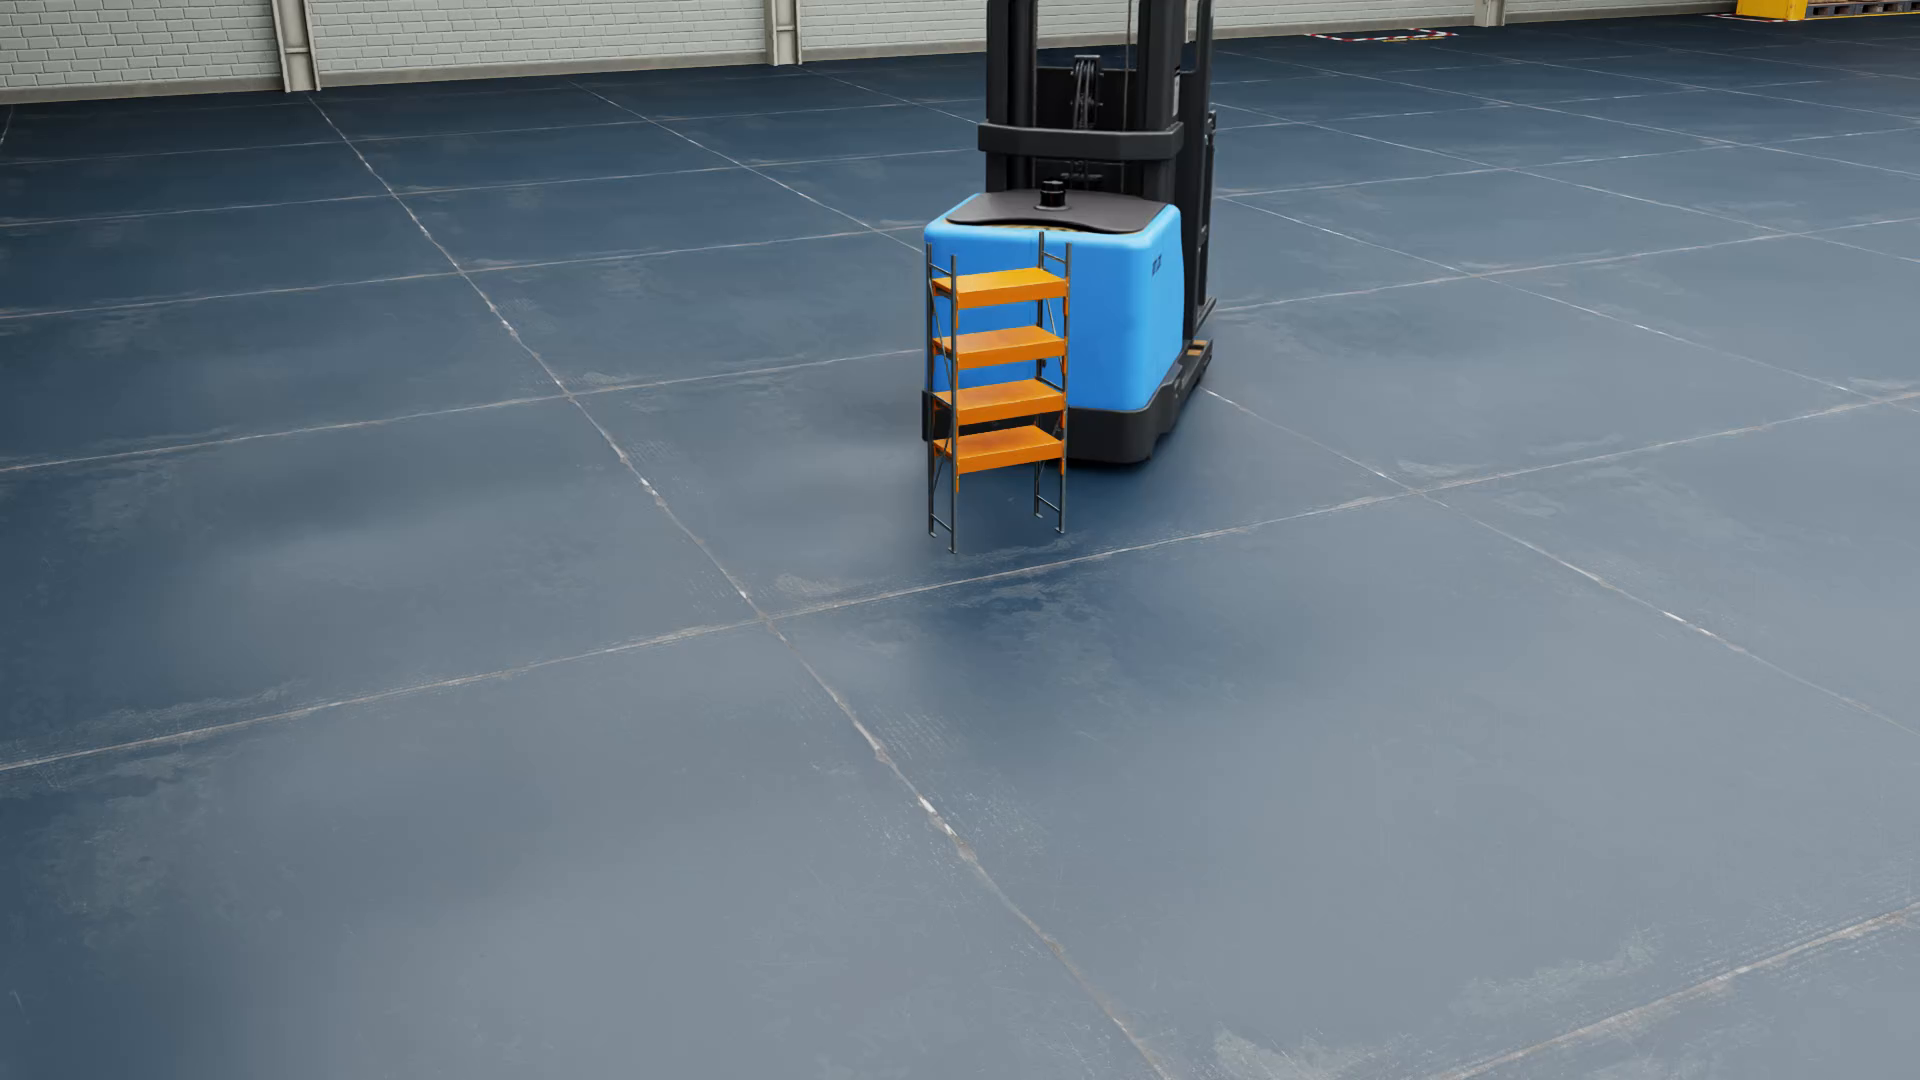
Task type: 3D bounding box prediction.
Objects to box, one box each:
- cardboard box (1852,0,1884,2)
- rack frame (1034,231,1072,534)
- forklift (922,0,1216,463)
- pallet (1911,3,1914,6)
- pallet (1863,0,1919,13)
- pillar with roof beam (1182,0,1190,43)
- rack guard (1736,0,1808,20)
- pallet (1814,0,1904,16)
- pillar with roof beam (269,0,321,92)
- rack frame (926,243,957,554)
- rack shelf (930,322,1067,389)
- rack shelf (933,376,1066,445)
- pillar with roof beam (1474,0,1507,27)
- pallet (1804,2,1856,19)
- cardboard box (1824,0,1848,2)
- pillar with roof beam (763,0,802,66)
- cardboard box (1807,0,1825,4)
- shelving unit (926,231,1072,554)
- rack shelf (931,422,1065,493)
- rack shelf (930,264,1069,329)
[{"bbox_3d":[15.504,-9.571,28.642,0.500,0.500,0.700,-12,25,-27],"label":"cardboard box"},{"bbox_3d":[0.369,-0.622,6.685,0.015,1.200,0.240,-10,25,-24],"label":"rack frame"},{"bbox_3d":[0.734,-2.230,8.306,1.130,2.935,3.031,6,23,15],"label":"forklift"},{"bbox_3d":[17.950,-9.744,30.015,1.213,0.211,1.003,-10,25,-24],"label":"pallet"},{"bbox_3d":[16.659,-9.491,29.403,1.213,0.211,1.003,-10,25,-24],"label":"pallet"},{"bbox_3d":[4.955,-9.952,19.026,0.400,9.000,9.100,-10,25,-24],"label":"pillar with roof beam"},{"bbox_3d":[13.713,-9.097,28.074,0.348,0.500,1.175,-10,25,-24],"label":"rack guard"},{"bbox_3d":[15.558,-9.287,28.910,1.213,0.211,1.003,-10,25,-24],"label":"pallet"},{"bbox_3d":[-5.858,-7.961,14.217,0.400,9.000,9.100,-10,25,-24],"label":"pillar with roof beam"},{"bbox_3d":[-0.071,-0.541,6.489,0.015,1.200,0.240,-10,25,-24],"label":"rack frame"},{"bbox_3d":[0.149,-0.726,6.527,0.480,0.148,0.258,-10,25,-24],"label":"rack shelf"},{"bbox_3d":[0.149,-0.520,6.613,0.480,0.148,0.258,-10,25,-24],"label":"rack shelf"},{"bbox_3d":[10.361,-10.947,21.430,0.400,9.000,9.100,-10,25,-24],"label":"pillar with roof beam"},{"bbox_3d":[14.461,-9.086,28.425,1.213,0.211,1.003,-10,25,-24],"label":"pallet"},{"bbox_3d":[14.821,-9.379,28.426,0.500,0.311,0.500,-8,24,-19],"label":"cardboard box"},{"bbox_3d":[-0.452,-8.956,16.621,0.400,9.000,9.100,-10,25,-24],"label":"pillar with roof beam"},{"bbox_3d":[14.307,-9.284,28.198,0.500,0.311,0.500,-14,26,-30],"label":"cardboard box"},{"bbox_3d":[0.149,-0.582,6.587,0.503,1.200,0.258,-10,25,-24],"label":"shelving unit"},{"bbox_3d":[0.149,-0.336,6.689,0.480,0.148,0.258,-10,25,-24],"label":"rack shelf"},{"bbox_3d":[0.149,-0.945,6.437,0.480,0.148,0.258,-10,25,-24],"label":"rack shelf"}]
